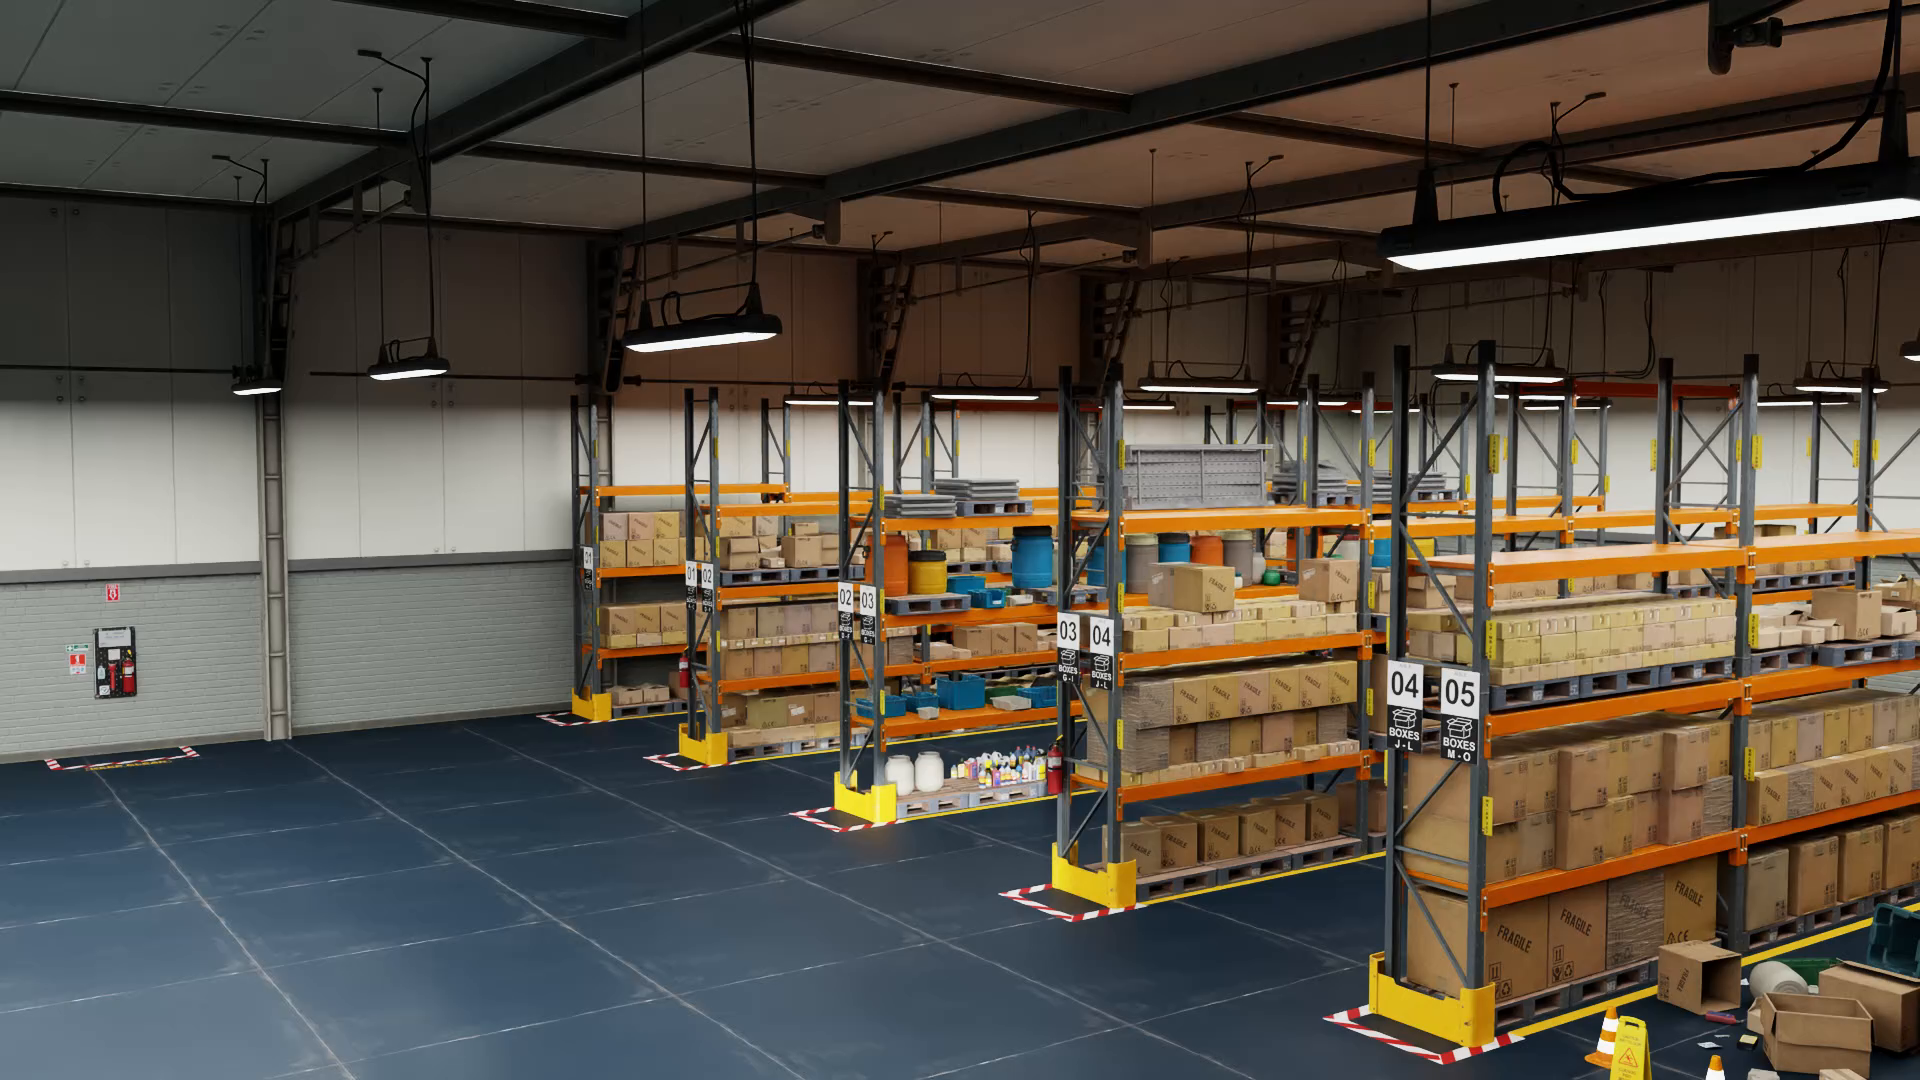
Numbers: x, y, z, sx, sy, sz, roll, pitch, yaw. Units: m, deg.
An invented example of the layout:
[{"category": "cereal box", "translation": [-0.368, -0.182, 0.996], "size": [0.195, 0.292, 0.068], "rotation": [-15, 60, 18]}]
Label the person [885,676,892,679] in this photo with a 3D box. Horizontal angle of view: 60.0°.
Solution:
[{"category": "person", "translation": [-1.633, 2.409, 32.912], "size": [0.740, 1.550, 0.489], "rotation": [-1, 4, -21]}]
